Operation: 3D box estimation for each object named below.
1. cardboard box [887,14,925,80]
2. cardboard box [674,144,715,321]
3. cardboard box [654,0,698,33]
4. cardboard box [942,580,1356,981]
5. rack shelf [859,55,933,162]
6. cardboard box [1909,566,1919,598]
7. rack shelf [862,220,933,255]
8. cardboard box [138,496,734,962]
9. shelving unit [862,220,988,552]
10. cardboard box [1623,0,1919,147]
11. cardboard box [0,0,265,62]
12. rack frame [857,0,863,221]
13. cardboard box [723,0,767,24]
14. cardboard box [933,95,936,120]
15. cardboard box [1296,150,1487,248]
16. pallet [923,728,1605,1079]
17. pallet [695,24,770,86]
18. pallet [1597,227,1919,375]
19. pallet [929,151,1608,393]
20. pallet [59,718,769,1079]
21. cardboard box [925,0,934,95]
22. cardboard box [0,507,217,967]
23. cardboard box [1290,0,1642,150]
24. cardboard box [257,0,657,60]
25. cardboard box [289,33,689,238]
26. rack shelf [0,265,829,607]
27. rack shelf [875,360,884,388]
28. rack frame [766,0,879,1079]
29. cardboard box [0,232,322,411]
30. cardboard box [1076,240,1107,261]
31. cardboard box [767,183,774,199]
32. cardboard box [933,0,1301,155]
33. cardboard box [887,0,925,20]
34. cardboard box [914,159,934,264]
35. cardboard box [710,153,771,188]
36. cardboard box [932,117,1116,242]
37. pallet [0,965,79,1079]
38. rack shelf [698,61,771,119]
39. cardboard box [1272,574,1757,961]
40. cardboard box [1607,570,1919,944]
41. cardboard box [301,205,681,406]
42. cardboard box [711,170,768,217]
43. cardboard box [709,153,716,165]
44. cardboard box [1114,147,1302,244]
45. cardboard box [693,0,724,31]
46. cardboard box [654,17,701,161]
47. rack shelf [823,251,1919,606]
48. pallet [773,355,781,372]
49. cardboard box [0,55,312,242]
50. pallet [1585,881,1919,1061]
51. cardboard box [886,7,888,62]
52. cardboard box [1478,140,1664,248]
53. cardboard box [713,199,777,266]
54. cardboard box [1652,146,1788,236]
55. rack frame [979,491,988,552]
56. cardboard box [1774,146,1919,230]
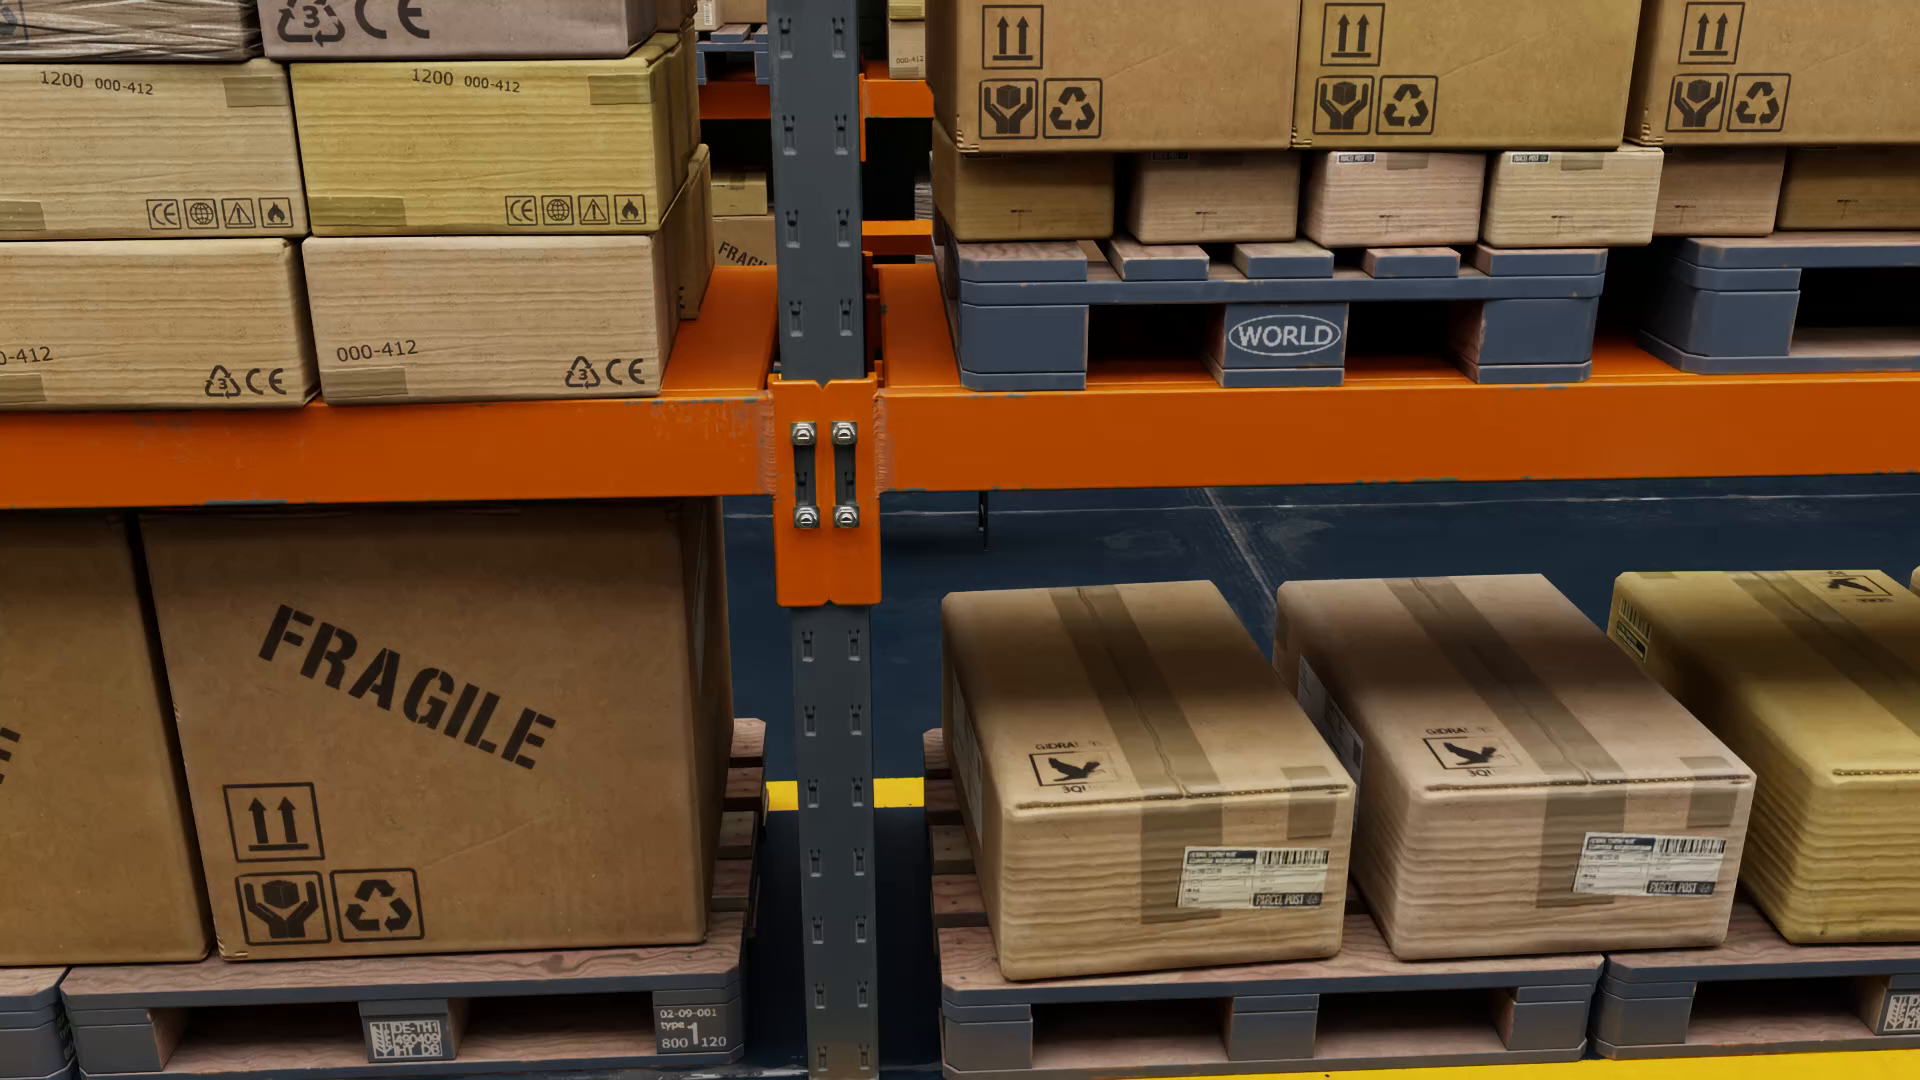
[{"bbox_3d":[-0.069,-2.201,7.396,0.500,0.250,0.500,-1,21,-3],"label":"cardboard box"},{"bbox_3d":[-0.741,-0.595,3.178,0.500,0.250,0.500,-2,21,-4],"label":"cardboard box"},{"bbox_3d":[-0.745,-1.176,2.949,0.500,0.500,0.500,-2,21,-5],"label":"cardboard box"},{"bbox_3d":[0.326,0.438,3.357,0.625,0.372,0.950,-3,21,-7],"label":"cardboard box"},{"bbox_3d":[1.471,-2.053,7.809,4.000,0.370,1.077,-1,21,-3],"label":"rack shelf"},{"bbox_3d":[2.514,0.392,3.477,0.625,0.372,0.950,0,21,0],"label":"cardboard box"},{"bbox_3d":[-0.165,-0.925,5.259,0.480,0.148,0.258,-1,21,-3],"label":"rack shelf"},{"bbox_3d":[-0.933,0.196,3.287,0.875,0.875,0.875,-1,21,-4],"label":"cardboard box"},{"bbox_3d":[-0.165,-0.557,5.399,0.503,1.200,0.258,-1,21,-3],"label":"shelving unit"},{"bbox_3d":[1.274,-0.921,2.674,0.500,0.500,0.500,-1,21,-2],"label":"cardboard box"},{"bbox_3d":[-1.251,-0.983,2.440,0.500,0.500,0.500,-1,21,-2],"label":"cardboard box"},{"bbox_3d":[-0.525,-2.349,7.574,0.127,3.000,1.000,-1,21,-3],"label":"rack frame"},{"bbox_3d":[-1.048,-2.637,7.600,0.500,0.500,0.500,0,21,-1],"label":"cardboard box"},{"bbox_3d":[0.075,-0.755,3.150,0.250,0.149,0.380,0,21,-1],"label":"cardboard box"},{"bbox_3d":[0.657,-0.588,2.712,0.250,0.149,0.380,-3,21,-7],"label":"cardboard box"},{"bbox_3d":[0.542,0.702,3.479,1.213,0.211,1.003,-1,21,-3],"label":"pallet"},{"bbox_3d":[-1.198,-2.220,7.506,1.003,0.211,1.213,-1,21,-3],"label":"pallet"},{"bbox_3d":[1.736,-0.551,3.121,1.213,0.211,1.003,-1,21,-3],"label":"pallet"},{"bbox_3d":[0.467,-0.548,3.114,1.003,0.211,1.213,-1,21,-3],"label":"pallet"},{"bbox_3d":[-1.030,0.707,3.467,1.213,0.211,1.003,-1,21,-3],"label":"pallet"},{"bbox_3d":[0.200,-1.075,3.081,0.500,0.500,0.500,-2,21,-5],"label":"cardboard box"},{"bbox_3d":[-1.823,0.212,3.243,0.875,0.875,0.875,-1,21,-2],"label":"cardboard box"},{"bbox_3d":[0.744,-0.907,2.640,0.500,0.500,0.500,0,21,0],"label":"cardboard box"},{"bbox_3d":[-0.740,-0.996,2.476,0.500,0.500,0.500,-2,21,-5],"label":"cardboard box"},{"bbox_3d":[-0.707,-0.649,2.618,0.500,0.250,0.500,-1,21,-3],"label":"cardboard box"},{"bbox_3d":[-2.235,-0.209,2.964,4.000,0.370,1.077,-1,21,-3],"label":"rack shelf"},{"bbox_3d":[-0.165,-0.494,5.423,0.480,0.148,0.258,-1,21,-3],"label":"rack shelf"},{"bbox_3d":[-0.238,-0.585,2.943,0.127,3.000,1.000,-1,21,-3],"label":"rack frame"},{"bbox_3d":[-1.238,-0.397,2.658,0.500,0.250,0.500,-1,21,-2],"label":"cardboard box"},{"bbox_3d":[0.750,-1.459,7.984,0.625,0.625,0.875,0,21,-1],"label":"cardboard box"},{"bbox_3d":[-0.962,-1.468,8.183,0.500,0.500,0.500,0,21,-1],"label":"cardboard box"},{"bbox_3d":[0.224,-0.894,2.605,0.500,0.500,0.500,-2,21,-5],"label":"cardboard box"},{"bbox_3d":[-0.067,-2.425,7.284,0.500,0.250,0.500,-1,21,-3],"label":"cardboard box"},{"bbox_3d":[0.098,-1.443,7.942,0.625,0.625,0.875,-1,21,-1],"label":"cardboard box"},{"bbox_3d":[-1.064,-1.780,8.092,0.250,0.149,0.380,0,21,0],"label":"cardboard box"},{"bbox_3d":[0.097,-0.605,2.757,0.250,0.149,0.380,-2,21,-6],"label":"cardboard box"},{"bbox_3d":[-2.245,0.731,3.405,1.213,0.211,1.003,-1,21,-3],"label":"pallet"},{"bbox_3d":[-2.522,-1.972,7.595,4.000,0.370,1.077,-1,21,-3],"label":"rack shelf"},{"bbox_3d":[1.062,0.421,3.403,0.625,0.372,0.950,-2,21,-4],"label":"cardboard box"},{"bbox_3d":[1.820,0.407,3.439,0.625,0.372,0.950,0,21,-1],"label":"cardboard box"},{"bbox_3d":[-0.728,-0.413,2.700,0.500,0.250,0.500,-2,21,-5],"label":"cardboard box"},{"bbox_3d":[-1.004,-1.580,7.566,0.250,0.149,0.380,-2,21,-6],"label":"cardboard box"},{"bbox_3d":[-1.331,-1.784,8.102,0.250,0.149,0.380,-1,21,-1],"label":"cardboard box"},{"bbox_3d":[0.381,-0.599,2.740,0.250,0.149,0.380,-2,21,-6],"label":"cardboard box"},{"bbox_3d":[-1.159,-2.278,7.151,0.250,0.149,0.380,-1,21,-2],"label":"cardboard box"},{"bbox_3d":[-0.758,-0.826,3.084,0.500,0.250,0.500,-1,21,-3],"label":"cardboard box"},{"bbox_3d":[1.758,-0.290,3.178,4.000,0.370,1.077,-1,21,-3],"label":"rack shelf"},{"bbox_3d":[-1.273,-1.044,8.066,1.213,0.211,1.003,-1,21,-3],"label":"pallet"},{"bbox_3d":[-1.219,-0.637,2.587,0.500,0.250,0.500,-2,21,-4],"label":"cardboard box"},{"bbox_3d":[1.757,0.679,3.542,1.213,0.211,1.003,-1,21,-3],"label":"pallet"},{"bbox_3d":[-0.091,-2.378,7.863,0.500,0.250,0.500,-2,21,-4],"label":"cardboard box"},{"bbox_3d":[0.932,-0.586,2.707,0.250,0.149,0.380,-1,21,-3],"label":"cardboard box"},{"bbox_3d":[-0.935,-1.292,7.721,0.500,0.500,0.500,-1,21,-1],"label":"cardboard box"},{"bbox_3d":[1.169,-0.619,2.793,0.250,0.149,0.380,0,21,0],"label":"cardboard box"},{"bbox_3d":[0.078,-0.562,5.412,0.015,1.200,0.240,-1,21,-3],"label":"rack frame"},{"bbox_3d":[1.448,-0.638,2.845,0.250,0.149,0.380,0,21,-1],"label":"cardboard box"}]
